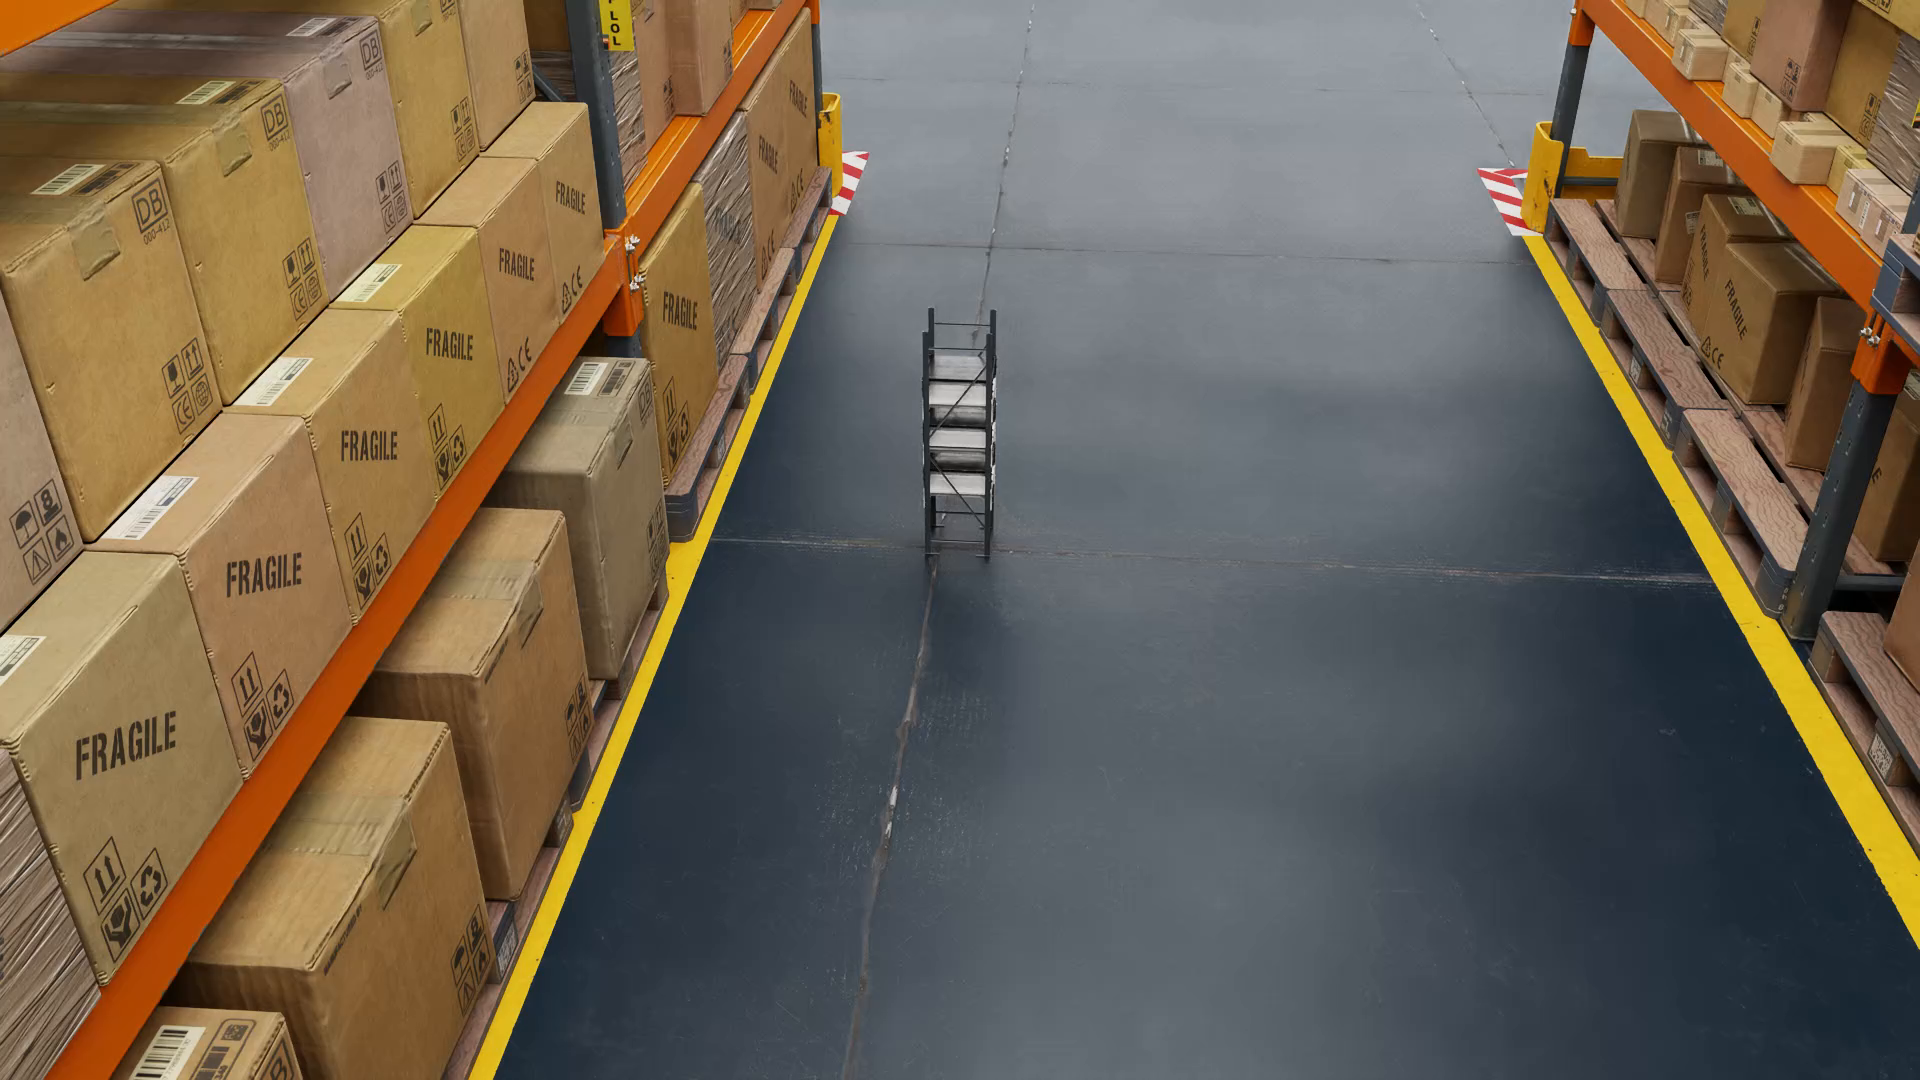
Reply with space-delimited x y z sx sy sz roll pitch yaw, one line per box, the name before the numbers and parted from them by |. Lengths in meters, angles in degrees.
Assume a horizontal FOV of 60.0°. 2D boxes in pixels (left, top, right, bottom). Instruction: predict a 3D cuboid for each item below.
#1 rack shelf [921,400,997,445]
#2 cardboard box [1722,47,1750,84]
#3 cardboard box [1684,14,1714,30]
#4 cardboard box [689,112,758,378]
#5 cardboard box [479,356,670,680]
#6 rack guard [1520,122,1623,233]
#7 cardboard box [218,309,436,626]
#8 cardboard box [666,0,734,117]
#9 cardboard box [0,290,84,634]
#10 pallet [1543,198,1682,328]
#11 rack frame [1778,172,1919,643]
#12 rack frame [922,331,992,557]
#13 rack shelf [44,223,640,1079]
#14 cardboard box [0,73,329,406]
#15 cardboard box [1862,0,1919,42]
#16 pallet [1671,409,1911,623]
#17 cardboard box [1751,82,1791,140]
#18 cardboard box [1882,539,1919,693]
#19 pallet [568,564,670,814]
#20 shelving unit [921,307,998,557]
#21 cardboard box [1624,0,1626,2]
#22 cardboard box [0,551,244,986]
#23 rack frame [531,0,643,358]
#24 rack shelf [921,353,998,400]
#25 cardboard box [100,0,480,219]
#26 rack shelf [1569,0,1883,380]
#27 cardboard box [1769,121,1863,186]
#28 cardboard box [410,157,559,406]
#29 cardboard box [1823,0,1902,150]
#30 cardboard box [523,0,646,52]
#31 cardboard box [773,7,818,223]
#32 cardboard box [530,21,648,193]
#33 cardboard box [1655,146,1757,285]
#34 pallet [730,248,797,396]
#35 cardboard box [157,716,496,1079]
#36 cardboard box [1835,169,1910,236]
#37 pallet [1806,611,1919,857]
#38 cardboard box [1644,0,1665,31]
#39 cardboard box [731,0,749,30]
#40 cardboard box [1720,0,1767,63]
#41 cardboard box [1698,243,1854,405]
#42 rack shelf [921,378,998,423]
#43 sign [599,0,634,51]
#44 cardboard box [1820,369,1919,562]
rack shelf | -0.001 -0.427 5.977 0.258 0.077 0.200 2 32 4
cardboard box | 3.300 -1.869 6.662 0.380 0.149 0.250 2 32 4
cardboard box | 3.312 -2.131 7.089 0.380 0.149 0.250 2 32 4
cardboard box | -1.403 -1.276 7.086 0.875 0.875 0.875 3 32 4
cardboard box | -1.554 -0.097 5.292 1.050 0.750 0.750 2 32 4
rack guard | 3.661 -1.927 8.901 1.175 0.500 0.348 2 32 4
cardboard box | -1.491 -0.168 3.569 0.500 0.500 0.500 2 32 3
cardboard box | -1.392 -2.027 6.538 0.875 0.550 0.550 2 32 4
cardboard box | -1.833 -0.080 2.472 0.700 0.500 0.500 2 32 3
pallet | 3.560 -1.381 8.289 1.003 0.211 1.213 2 32 4
rack frame | 3.342 -0.939 4.915 1.000 3.000 0.127 2 32 4
rack frame | -0.009 -0.326 5.921 0.240 0.900 0.006 2 32 4
rack shelf | -1.756 0.148 3.837 1.077 0.370 4.000 2 32 4
cardboard box | -1.752 -0.615 3.341 0.700 0.500 0.500 2 32 3
cardboard box | 3.104 -1.781 4.950 0.500 0.500 0.500 2 32 4
pallet | 3.361 -0.105 6.219 1.003 0.211 1.213 2 32 4
cardboard box | 3.218 -1.609 6.241 0.380 0.149 0.250 2 32 4
cardboard box | 3.270 0.258 4.936 0.700 0.500 0.500 0 32 0
pallet | -1.581 0.390 5.416 1.003 0.211 1.213 2 32 4
shelving unit | -0.001 -0.379 6.007 0.258 0.900 0.210 2 32 4
cardboard box | 3.367 -2.655 7.939 0.380 0.149 0.250 2 32 4
cardboard box | -1.575 0.356 2.718 0.500 0.500 0.500 2 32 4
rack frame | -1.593 -1.204 5.345 1.000 3.000 0.127 2 32 4
rack shelf | -0.001 -0.580 5.883 0.258 0.077 0.200 2 32 4
cardboard box | -1.668 -1.143 4.198 0.700 0.500 0.500 2 32 3
rack shelf | 3.505 -1.679 6.801 1.077 0.370 4.000 2 32 4
cardboard box | 3.086 -1.351 5.823 0.380 0.149 0.250 2 32 4
cardboard box | -1.411 -0.698 4.429 0.500 0.500 0.500 2 32 3
cardboard box | 3.516 -1.601 5.610 0.875 0.500 0.500 2 32 4
cardboard box | -1.529 -1.919 5.333 0.875 0.550 0.550 2 32 4
cardboard box | -1.257 -2.213 8.606 0.875 0.875 0.875 3 32 4
cardboard box | -1.575 -1.461 5.619 0.875 0.550 0.550 2 32 4
cardboard box | 3.586 -1.506 7.817 0.500 0.500 0.500 11 33 17
pallet | -1.357 -1.051 7.754 1.003 0.211 1.213 2 32 4
cardboard box | -1.712 0.895 3.683 1.050 0.750 0.750 3 32 5
cardboard box | 3.096 -1.088 5.395 0.380 0.149 0.250 2 32 4
pallet | 3.280 0.655 4.986 1.003 0.211 1.213 2 32 4
cardboard box | 3.332 -2.394 7.514 0.380 0.149 0.250 2 32 4
cardboard box | -1.447 -2.588 7.447 0.875 0.550 0.550 2 32 4
cardboard box | 3.538 -2.127 6.463 0.875 0.500 0.500 2 32 4
cardboard box | 3.426 -0.889 6.816 0.500 0.500 0.500 0 32 0
rack shelf | -0.001 -0.504 5.930 0.258 0.077 0.200 2 32 4
sign | -1.052 -1.645 5.032 0.100 0.325 0.005 2 32 4
cardboard box | 3.414 -0.261 5.797 0.500 0.500 0.500 2 32 2
